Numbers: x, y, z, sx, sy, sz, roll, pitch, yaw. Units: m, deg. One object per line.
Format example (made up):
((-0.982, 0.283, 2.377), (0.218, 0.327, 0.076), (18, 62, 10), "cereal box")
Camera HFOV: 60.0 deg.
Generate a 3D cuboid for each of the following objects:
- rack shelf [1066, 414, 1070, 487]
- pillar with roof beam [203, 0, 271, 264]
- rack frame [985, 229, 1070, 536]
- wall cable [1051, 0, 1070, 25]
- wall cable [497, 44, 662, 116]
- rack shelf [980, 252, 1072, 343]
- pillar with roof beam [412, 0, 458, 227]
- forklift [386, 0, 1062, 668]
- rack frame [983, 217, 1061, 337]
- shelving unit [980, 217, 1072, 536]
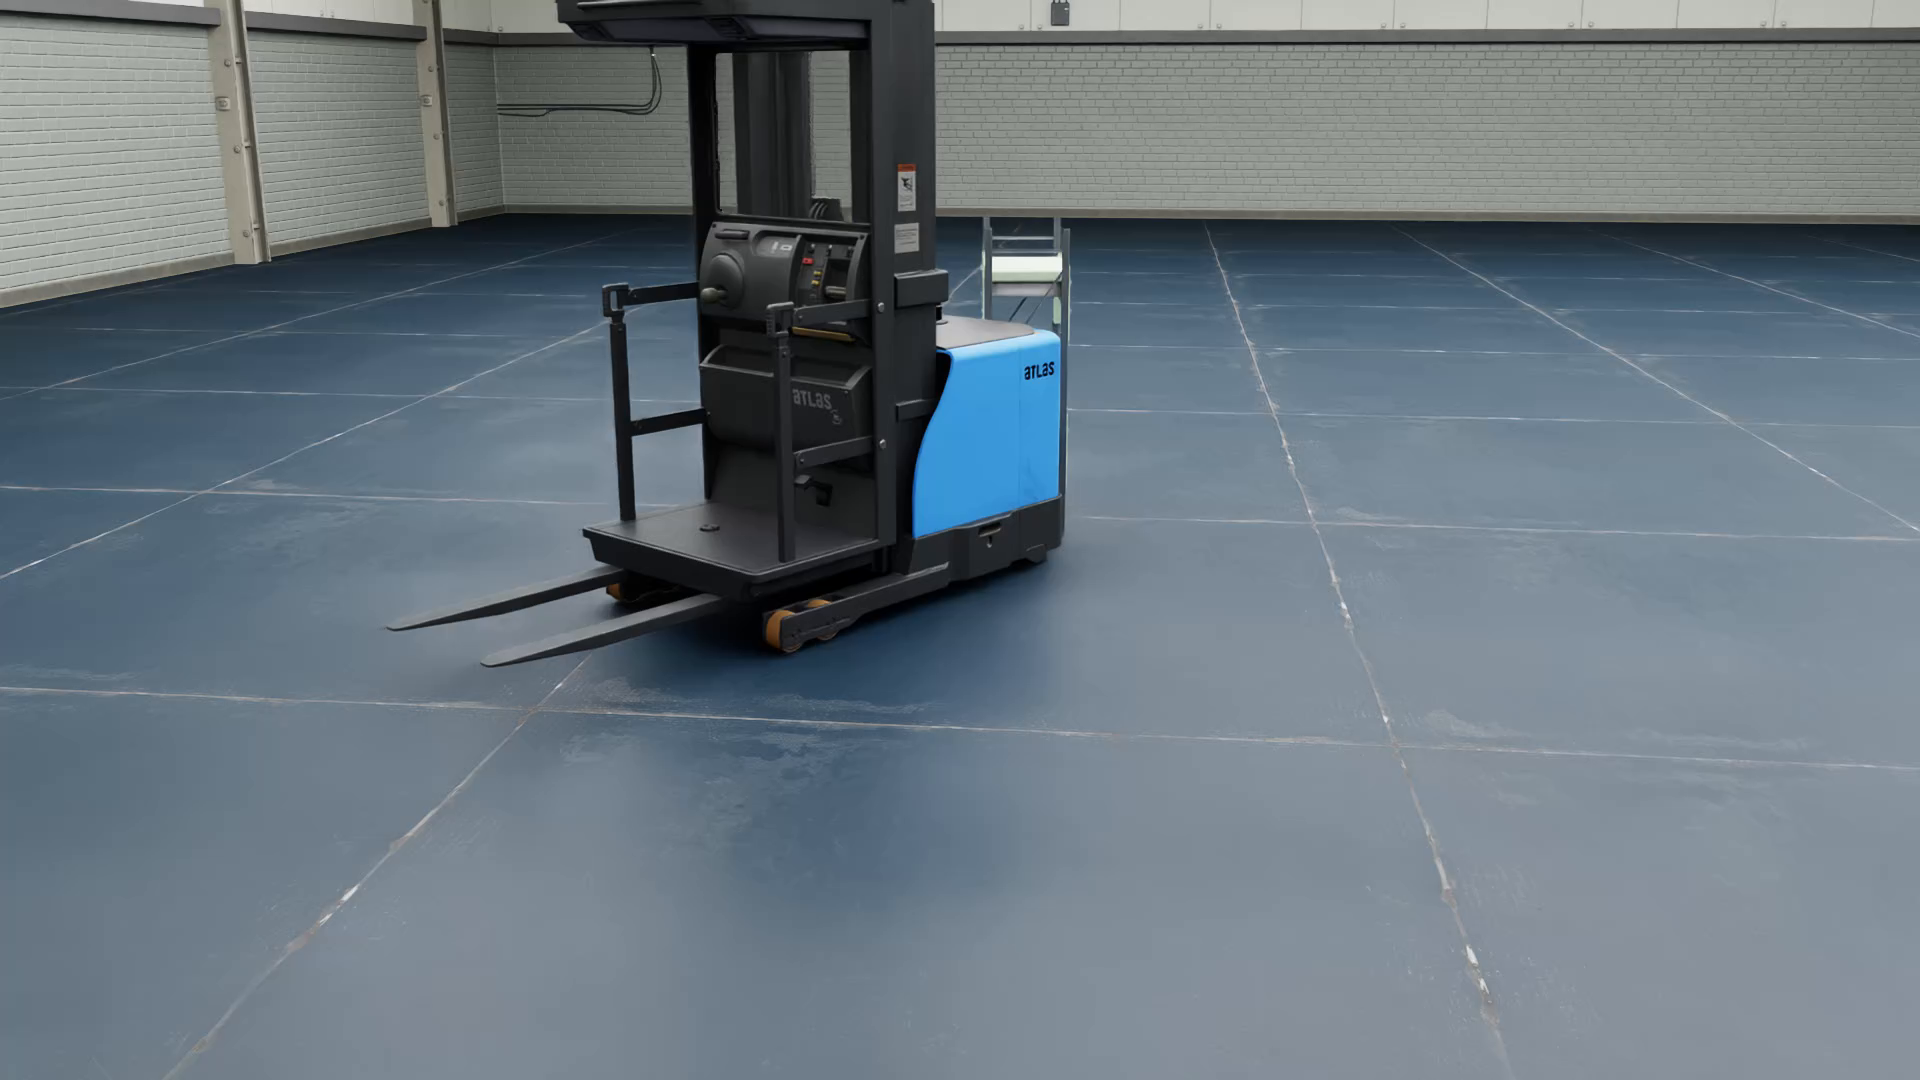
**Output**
((0.318, -0.526, 8.485), (0.431, 0.370, 0.720), (0, 15, 0), "rack shelf")
((-4.800, -7.776, 19.681), (9.100, 9.000, 0.400), (2, 15, 6), "pillar with roof beam")
((0.319, -0.746, 8.046), (0.400, 1.500, 0.023), (0, 15, 0), "rack frame")
((2.677, -11.542, 27.094), (2.305, 6.003, 0.169), (2, 15, 6), "wall cable")
((-6.754, -8.686, 28.992), (3.097, 2.526, 0.112), (2, 15, 6), "wall cable")
((0.318, -1.218, 8.298), (0.431, 0.370, 0.720), (0, 15, 0), "rack shelf")
((-4.123, -9.333, 25.436), (9.100, 9.000, 0.400), (2, 15, 6), "pillar with roof beam")
((-0.872, -1.121, 6.694), (1.130, 2.935, 3.031), (13, 20, 39), "forklift")
((0.318, -0.937, 8.753), (0.400, 1.500, 0.023), (0, 15, 0), "rack frame")
((0.318, -0.841, 8.399), (0.431, 1.500, 0.755), (0, 15, 0), "shelving unit")
